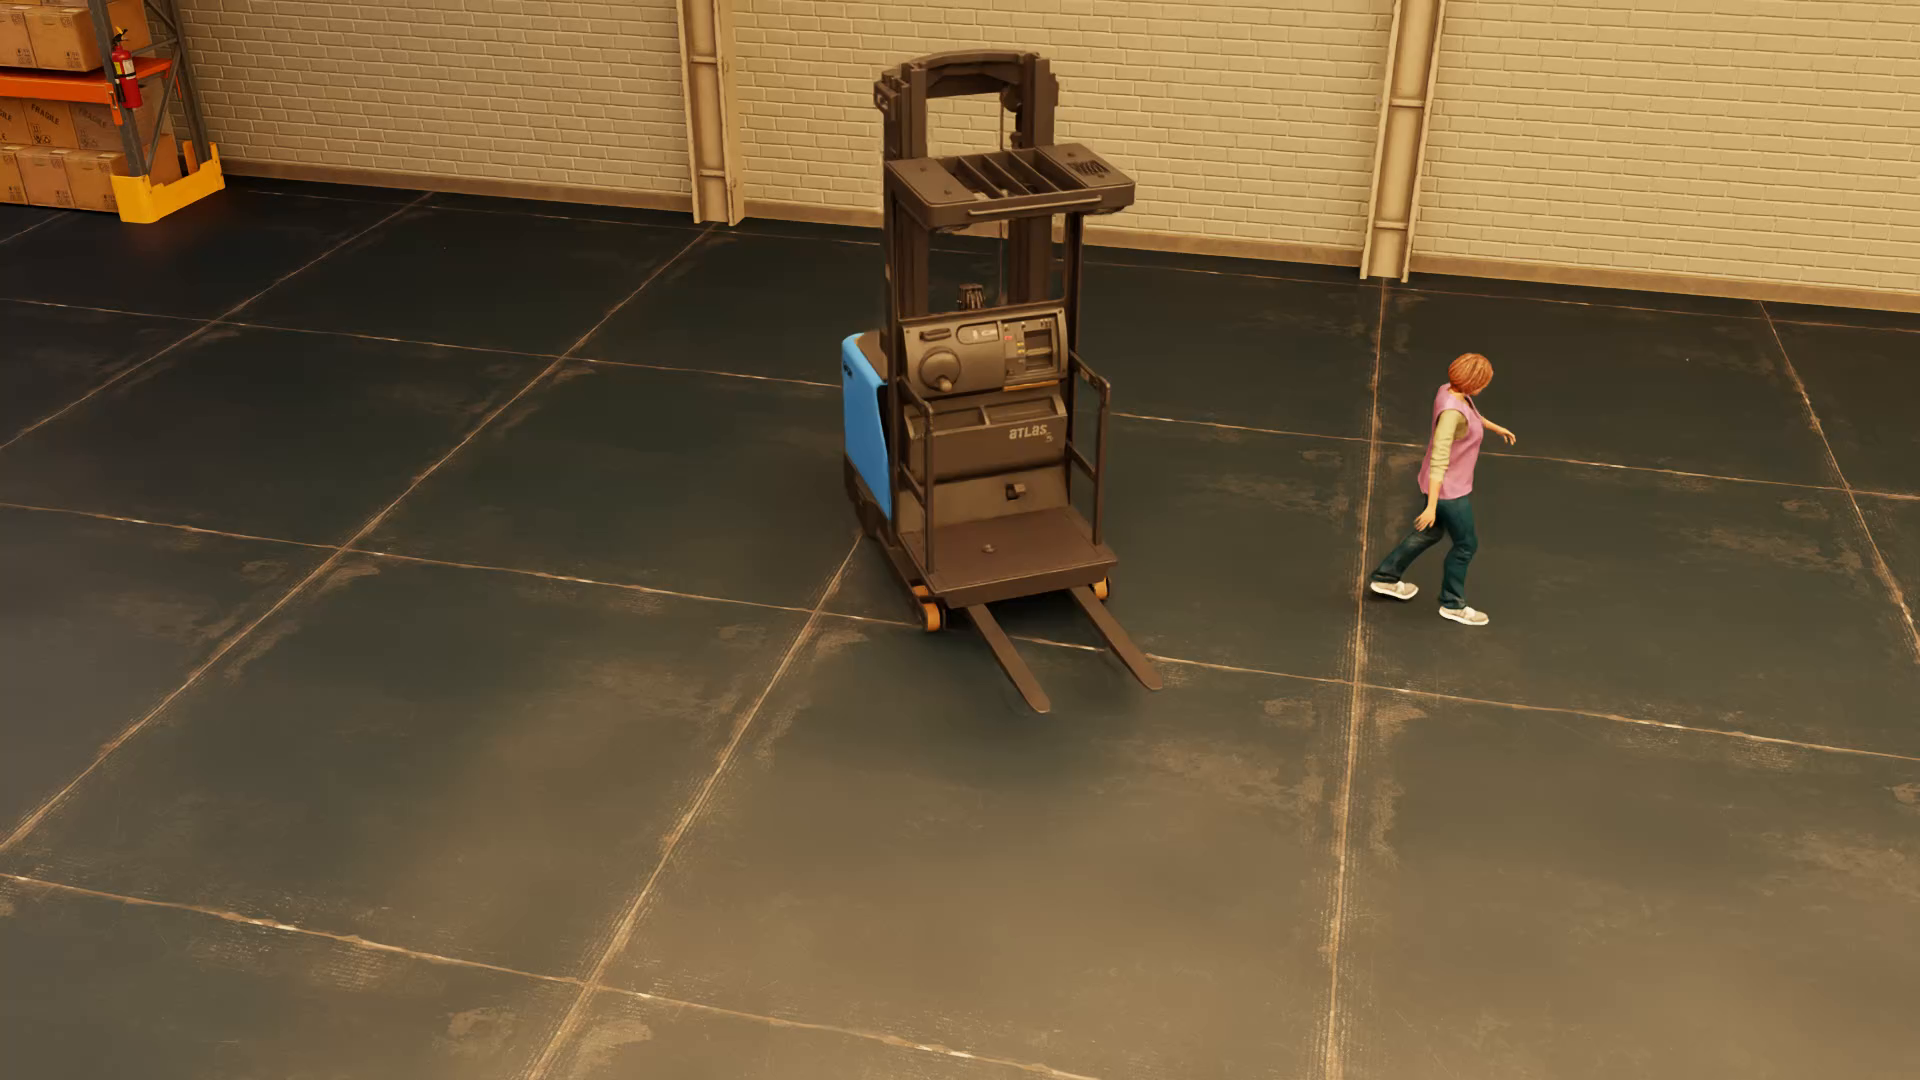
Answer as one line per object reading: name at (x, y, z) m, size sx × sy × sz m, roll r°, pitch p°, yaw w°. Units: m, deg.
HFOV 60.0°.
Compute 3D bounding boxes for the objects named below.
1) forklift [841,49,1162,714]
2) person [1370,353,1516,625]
forklift at (0.216, -0.989, 8.916) m, size 1.130 × 2.935 × 3.031 m, roll -10°, pitch 31°, yaw -16°
person at (2.669, -0.272, 9.047) m, size 0.703 × 1.574 × 0.812 m, roll 6°, pitch 30°, yaw 10°
